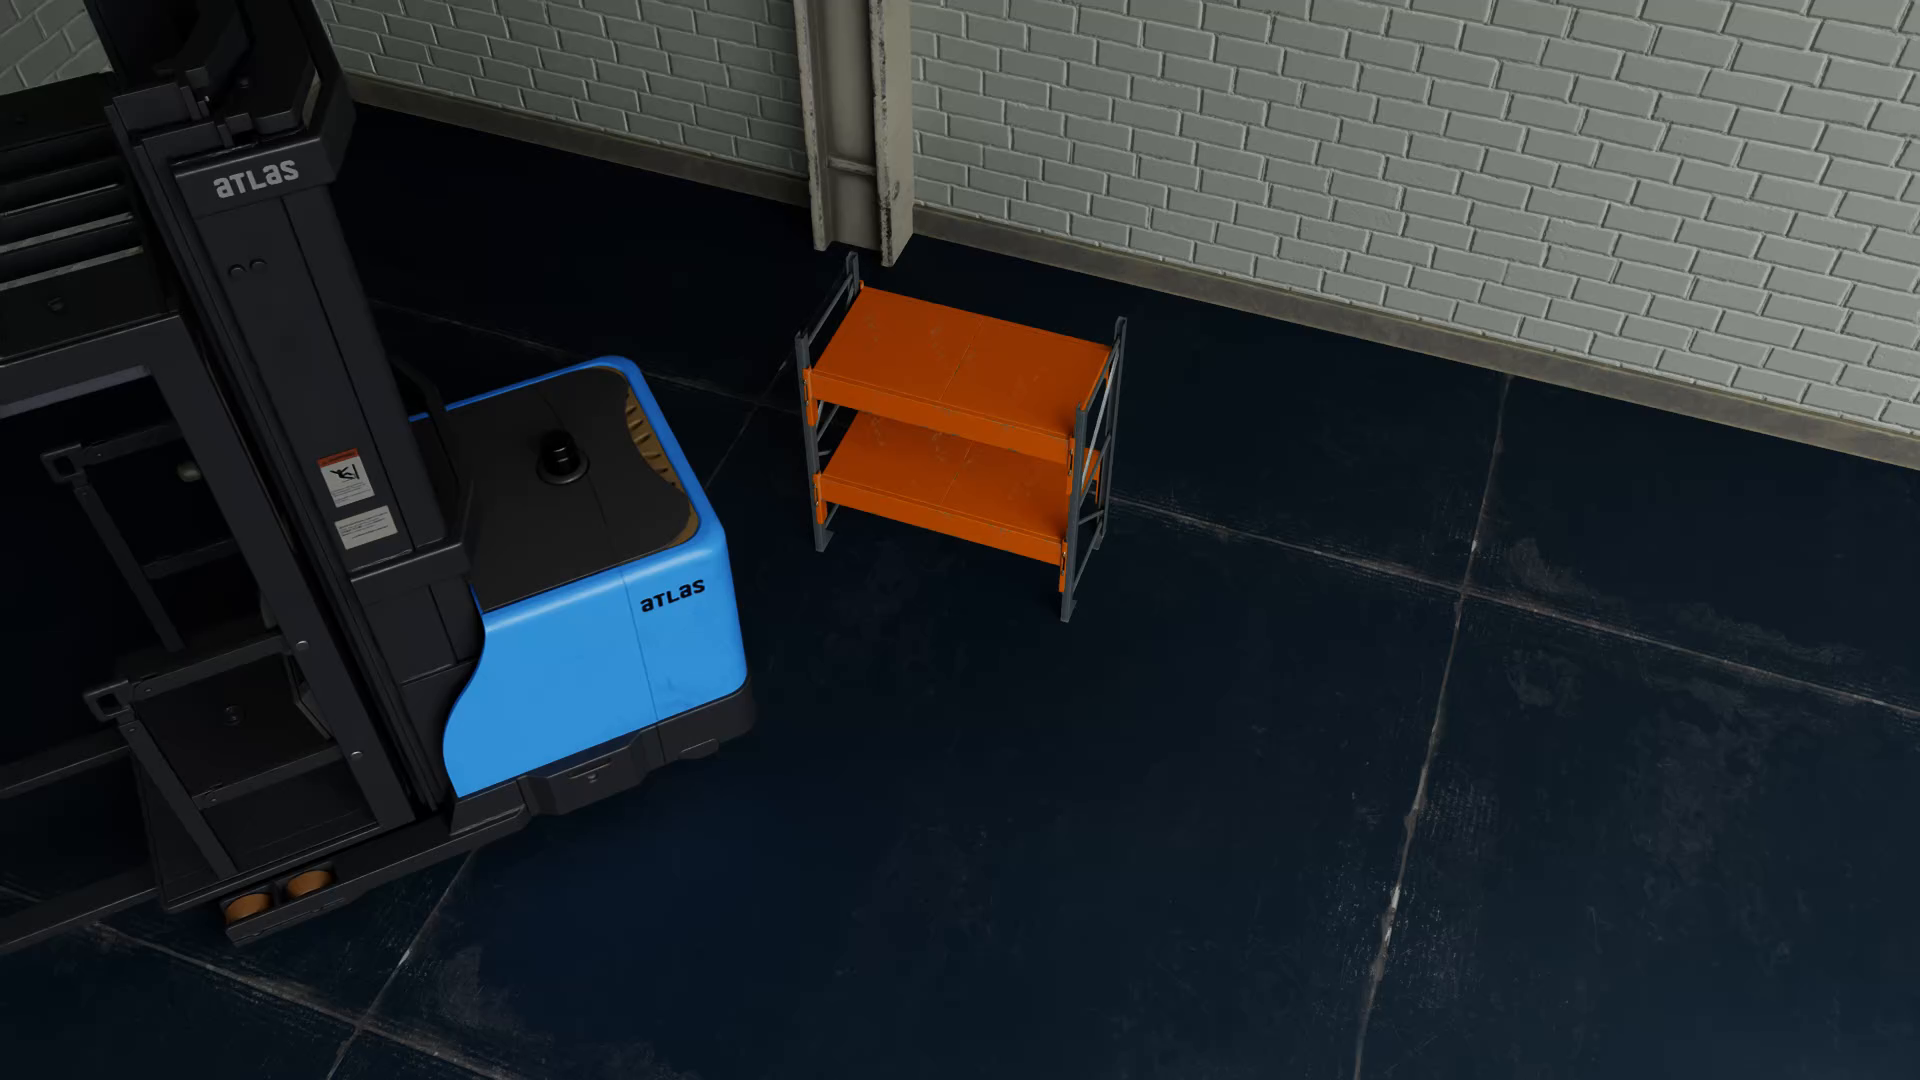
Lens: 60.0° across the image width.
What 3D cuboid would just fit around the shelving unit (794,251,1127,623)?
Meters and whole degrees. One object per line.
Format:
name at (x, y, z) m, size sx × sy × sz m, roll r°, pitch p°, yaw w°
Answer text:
shelving unit at (0.006, -0.367, 6.190) m, size 1.048 × 1.125 × 0.538 m, roll 16°, pitch 51°, yaw 13°

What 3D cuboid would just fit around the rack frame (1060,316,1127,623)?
rack frame at (0.483, -0.234, 6.075) m, size 0.032 × 1.125 × 0.500 m, roll 16°, pitch 51°, yaw 13°

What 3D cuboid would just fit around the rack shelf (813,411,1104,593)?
rack shelf at (0.006, -0.206, 6.375) m, size 1.000 × 0.278 × 0.538 m, roll 16°, pitch 51°, yaw 13°

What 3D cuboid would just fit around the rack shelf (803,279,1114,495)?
rack shelf at (0.006, -0.558, 5.969) m, size 1.000 × 0.278 × 0.538 m, roll 16°, pitch 51°, yaw 13°

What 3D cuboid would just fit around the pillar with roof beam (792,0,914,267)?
pillar with roof beam at (-1.943, -1.320, 1.806) m, size 0.400 × 9.000 × 9.100 m, roll 16°, pitch 51°, yaw 13°

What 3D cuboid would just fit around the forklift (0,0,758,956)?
forklift at (-2.282, -0.103, 4.766) m, size 3.031 × 2.935 × 1.130 m, roll -20°, pitch 52°, yaw -17°

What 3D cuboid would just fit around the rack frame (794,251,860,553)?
rack frame at (-0.471, -0.500, 6.305) m, size 0.032 × 1.125 × 0.500 m, roll 16°, pitch 51°, yaw 13°
